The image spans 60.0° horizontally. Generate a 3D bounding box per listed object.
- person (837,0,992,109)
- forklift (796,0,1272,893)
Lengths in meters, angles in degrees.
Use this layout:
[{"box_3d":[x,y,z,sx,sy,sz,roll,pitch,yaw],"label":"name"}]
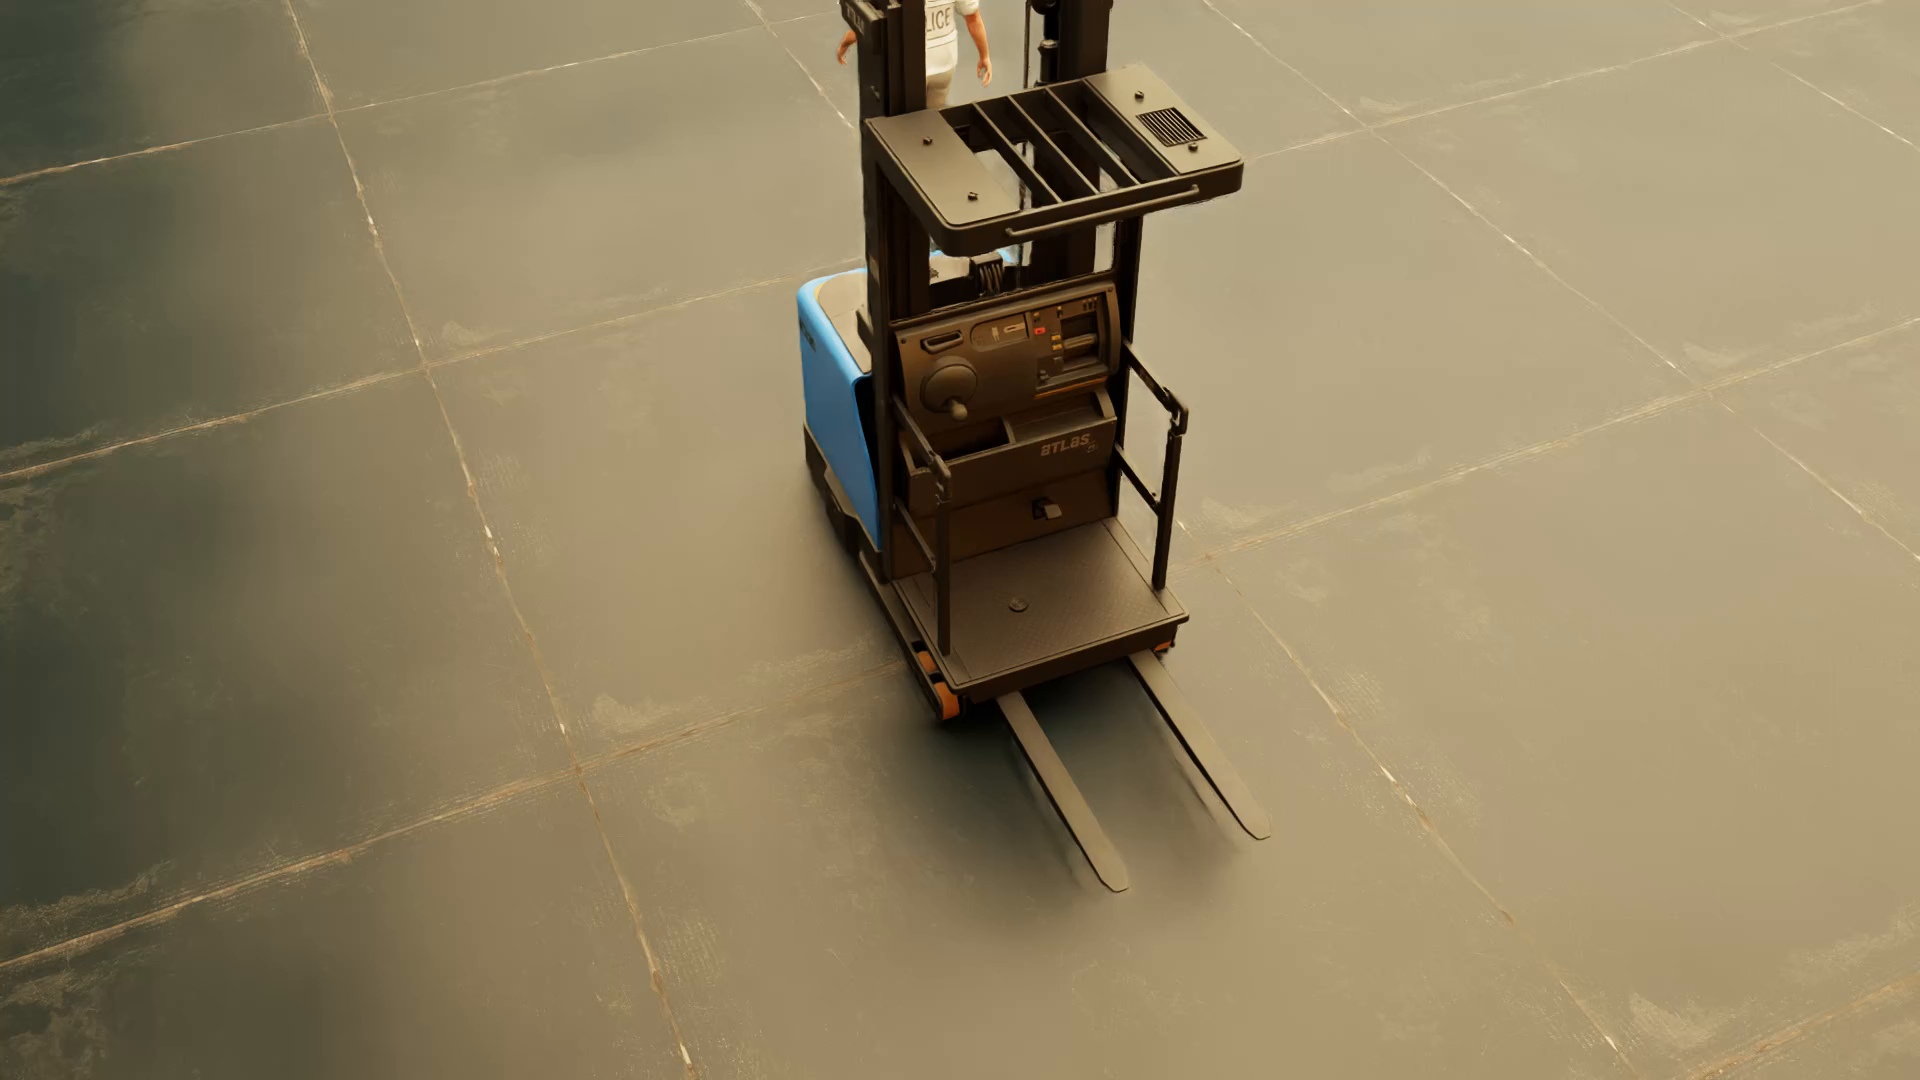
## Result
[{"box_3d":[-0.234,-2.714,9.472,0.792,1.730,0.595,-20,47,-20],"label":"person"},{"box_3d":[0.285,-0.651,6.377,1.130,2.935,3.031,-16,45,-17],"label":"forklift"}]
